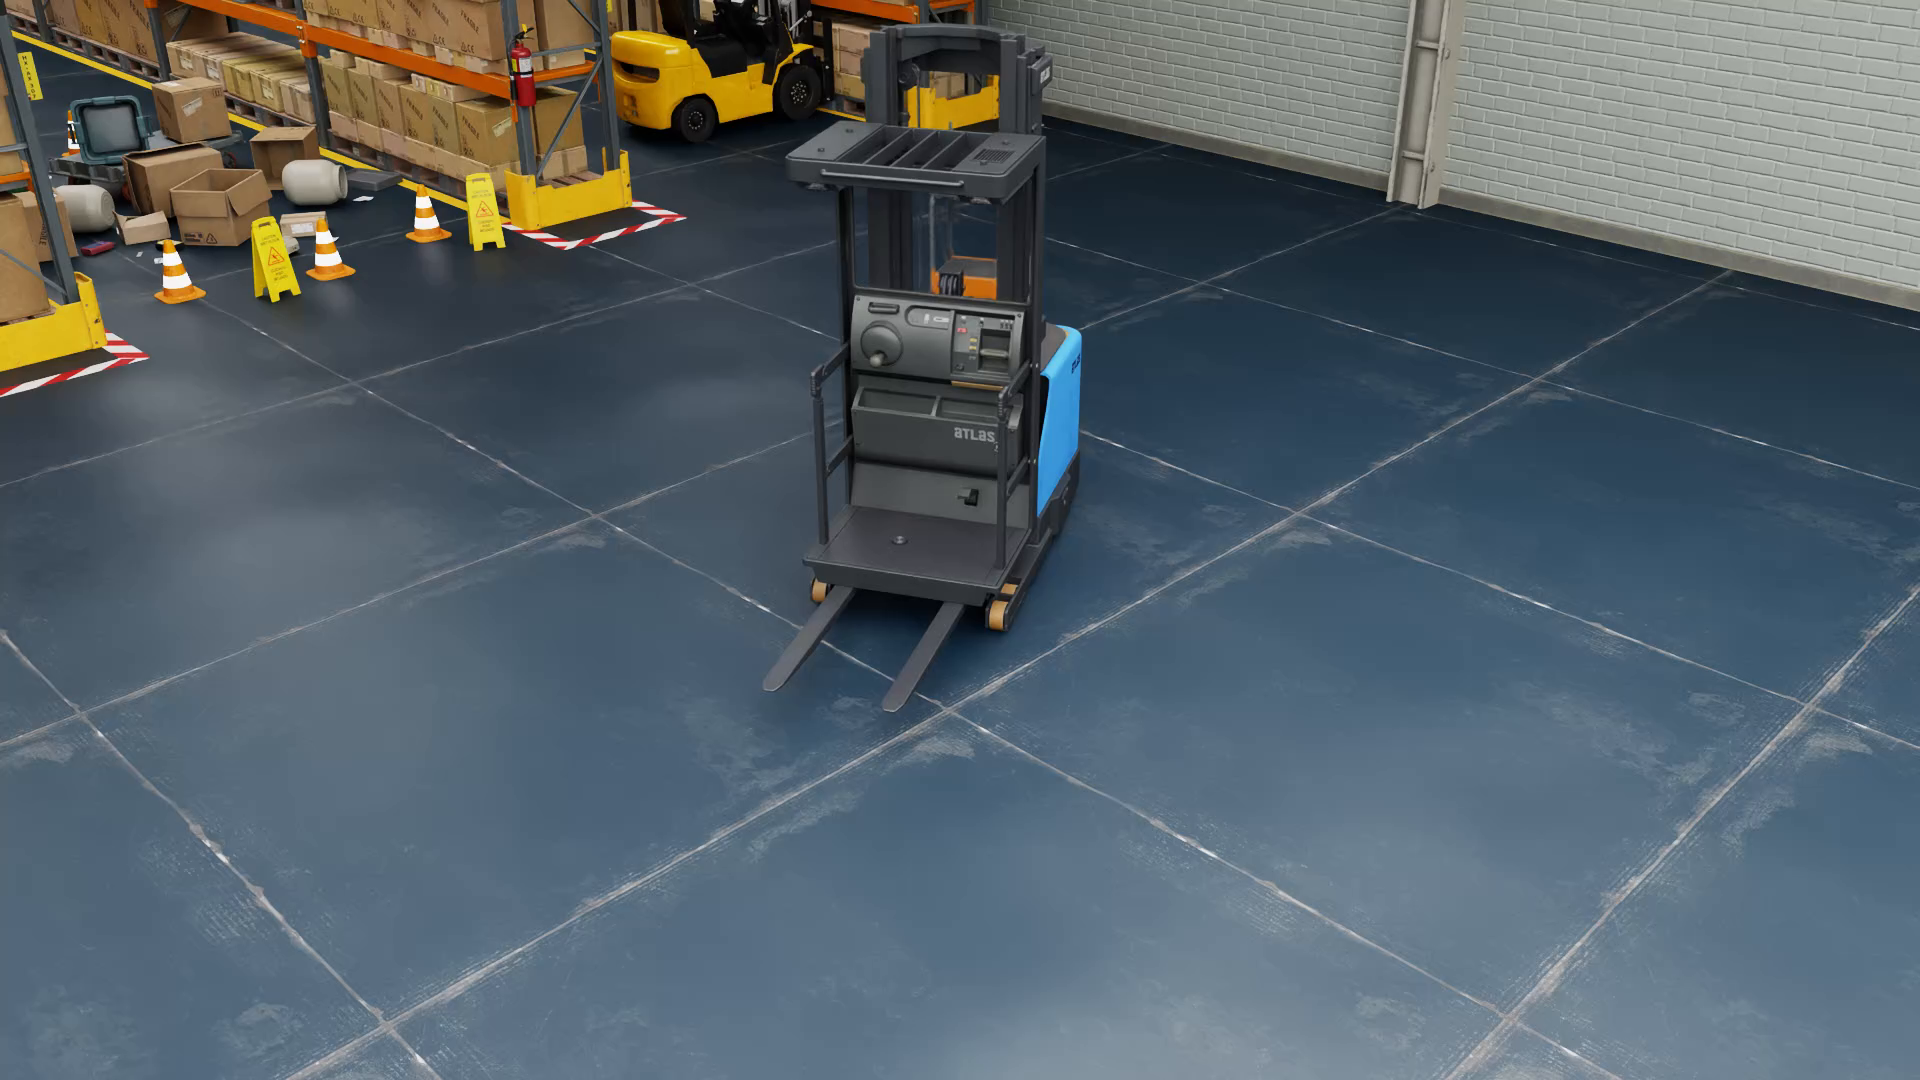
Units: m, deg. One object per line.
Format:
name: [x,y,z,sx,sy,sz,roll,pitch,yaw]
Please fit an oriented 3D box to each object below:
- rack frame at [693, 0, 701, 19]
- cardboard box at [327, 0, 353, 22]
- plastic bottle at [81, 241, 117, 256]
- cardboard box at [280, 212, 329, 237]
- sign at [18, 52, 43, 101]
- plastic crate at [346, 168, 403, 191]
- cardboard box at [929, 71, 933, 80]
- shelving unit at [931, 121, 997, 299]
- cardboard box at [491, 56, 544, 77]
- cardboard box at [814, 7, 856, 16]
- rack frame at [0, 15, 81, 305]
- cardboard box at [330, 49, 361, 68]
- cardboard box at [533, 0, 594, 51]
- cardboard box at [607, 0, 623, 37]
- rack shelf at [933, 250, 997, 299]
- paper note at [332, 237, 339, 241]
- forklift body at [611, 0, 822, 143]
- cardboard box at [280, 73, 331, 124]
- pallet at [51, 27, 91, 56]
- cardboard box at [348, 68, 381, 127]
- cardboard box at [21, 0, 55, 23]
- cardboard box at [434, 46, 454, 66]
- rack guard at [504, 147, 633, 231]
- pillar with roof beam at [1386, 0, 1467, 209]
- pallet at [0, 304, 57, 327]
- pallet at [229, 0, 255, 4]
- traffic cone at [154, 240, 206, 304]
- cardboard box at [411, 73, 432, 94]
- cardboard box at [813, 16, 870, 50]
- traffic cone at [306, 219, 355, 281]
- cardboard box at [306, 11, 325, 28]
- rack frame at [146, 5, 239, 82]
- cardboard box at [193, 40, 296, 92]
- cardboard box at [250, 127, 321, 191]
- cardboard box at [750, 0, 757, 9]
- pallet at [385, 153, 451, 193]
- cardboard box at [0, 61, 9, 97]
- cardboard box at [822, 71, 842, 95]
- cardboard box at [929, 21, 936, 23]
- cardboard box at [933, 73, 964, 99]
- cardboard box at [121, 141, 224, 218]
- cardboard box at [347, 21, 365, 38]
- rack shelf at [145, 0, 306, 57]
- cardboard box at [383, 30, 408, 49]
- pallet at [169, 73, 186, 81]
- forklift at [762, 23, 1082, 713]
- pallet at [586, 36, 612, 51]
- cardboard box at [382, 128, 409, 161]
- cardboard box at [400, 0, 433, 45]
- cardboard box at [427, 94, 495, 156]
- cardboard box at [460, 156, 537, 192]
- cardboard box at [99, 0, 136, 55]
rack frame: [-2.938,-7.302,20.413,0.127,3.000,1.000,25,36,38]
cardboard box: [-5.922,-5.437,16.440,0.500,0.500,0.500,24,36,38]
plastic bottle: [-7.532,-2.562,14.556,0.133,0.061,0.283,12,30,22]
cardboard box: [-5.913,-2.843,14.997,0.380,0.149,0.250,-7,29,-14]
sign: [-6.568,-3.273,11.736,0.005,0.325,0.100,25,36,38]
plastic crate: [-5.870,-3.576,16.466,0.583,0.080,0.402,12,30,22]
cardboard box: [-0.652,-5.242,18.462,0.500,0.250,0.500,24,36,38]
shelving unit: [0.120,-1.479,10.294,0.503,2.100,0.431,8,27,14]
cardboard box: [-3.979,-4.288,14.951,0.380,0.149,0.250,-24,36,-38]
cardboard box: [-1.364,-6.126,19.605,0.500,0.250,0.500,24,36,37]
rack frame: [-6.961,-2.672,11.609,0.127,3.000,1.000,25,36,38]
cardboard box: [-6.137,-4.898,16.843,0.380,0.149,0.250,-25,36,-38]
cardboard box: [-3.706,-4.770,15.172,0.500,0.500,0.500,24,36,38]
cardboard box: [-4.403,-7.103,22.136,0.625,0.625,0.875,23,35,36]
rack shelf: [0.120,-1.466,10.300,0.480,0.518,0.431,8,27,14]
paper note: [-5.632,-2.682,14.817,0.142,0.019,0.148,12,30,22]
forklift body: [-2.717,-5.634,18.154,1.214,2.155,2.313,25,36,38]
cardboard box: [-6.791,-4.846,18.116,0.950,0.372,0.625,-25,37,-39]
pallet: [-11.517,-6.802,22.460,1.213,0.211,1.003,25,36,38]
cardboard box: [-5.794,-4.501,16.784,0.500,0.500,0.500,-24,36,-37]
cardboard box: [-12.492,-7.556,23.198,0.875,0.438,0.875,24,36,38]
cardboard box: [-4.610,-4.498,15.352,0.380,0.149,0.250,-25,36,-38]
rack guard: [-3.617,-3.266,15.425,0.348,0.500,1.175,25,36,38]
pillar with roof beam: [1.310,-5.792,11.095,0.400,9.000,9.100,25,36,38]
pallet: [-7.586,-1.673,12.705,1.213,0.211,1.003,25,36,38]
pallet: [-7.827,-6.241,18.602,1.213,0.211,1.003,25,36,38]
traffic cone: [-6.344,-2.194,13.425,0.334,0.463,0.336,25,36,38]
cardboard box: [-4.990,-4.378,15.853,0.380,0.149,0.250,-23,36,-37]
cardboard box: [-1.368,-5.781,18.949,0.500,0.250,0.500,-25,37,-39]
traffic cone: [-5.310,-2.458,13.927,0.334,0.463,0.336,25,36,38]
cardboard box: [-6.415,-5.333,16.939,0.250,0.149,0.380,24,36,38]
rack frame: [-9.267,-6.958,19.760,0.127,3.000,1.000,25,36,38]
cardboard box: [-8.340,-5.555,19.464,0.625,0.372,0.950,24,36,37]
cardboard box: [-6.605,-3.747,16.335,0.500,0.500,0.500,-3,28,-5]
cardboard box: [-2.455,-6.281,19.901,0.500,0.250,0.500,25,36,38]
pallet: [-5.037,-3.813,16.775,1.213,0.211,1.003,25,36,38]
cardboard box: [-7.199,-3.350,11.577,0.550,0.550,0.875,25,36,38]
cardboard box: [-1.340,-5.345,19.196,0.500,0.250,0.500,-25,37,-39]
cardboard box: [-0.296,-5.627,18.658,0.500,0.250,0.500,24,36,38]
cardboard box: [-0.299,-5.190,18.901,0.500,0.250,0.500,25,37,39]
cardboard box: [-7.263,-3.338,15.412,0.503,0.637,0.797,25,36,38]
cardboard box: [-5.836,-5.099,16.493,0.380,0.149,0.250,-24,36,-38]
rack shelf: [-7.841,-5.987,18.687,4.000,0.370,1.077,25,36,38]
cardboard box: [-5.310,-4.839,16.000,0.250,0.149,0.380,24,36,38]
pallet: [-8.711,-5.469,19.923,1.213,0.211,1.003,25,36,38]
forklift: [-0.183,-1.018,8.536,1.130,2.935,3.031,8,29,15]
pallet: [-4.365,-6.693,22.252,1.213,0.211,1.003,25,36,38]
cardboard box: [-5.415,-3.997,16.632,0.500,0.250,0.500,24,36,38]
cardboard box: [-4.851,-4.939,15.493,0.500,0.500,0.500,24,36,38]
cardboard box: [-4.691,-3.993,15.818,0.500,0.500,0.500,-24,36,-37]
cardboard box: [-4.345,-3.499,15.685,0.500,0.250,0.500,24,36,38]
cardboard box: [-10.335,-6.749,21.194,0.875,0.875,0.875,-25,37,-39]
